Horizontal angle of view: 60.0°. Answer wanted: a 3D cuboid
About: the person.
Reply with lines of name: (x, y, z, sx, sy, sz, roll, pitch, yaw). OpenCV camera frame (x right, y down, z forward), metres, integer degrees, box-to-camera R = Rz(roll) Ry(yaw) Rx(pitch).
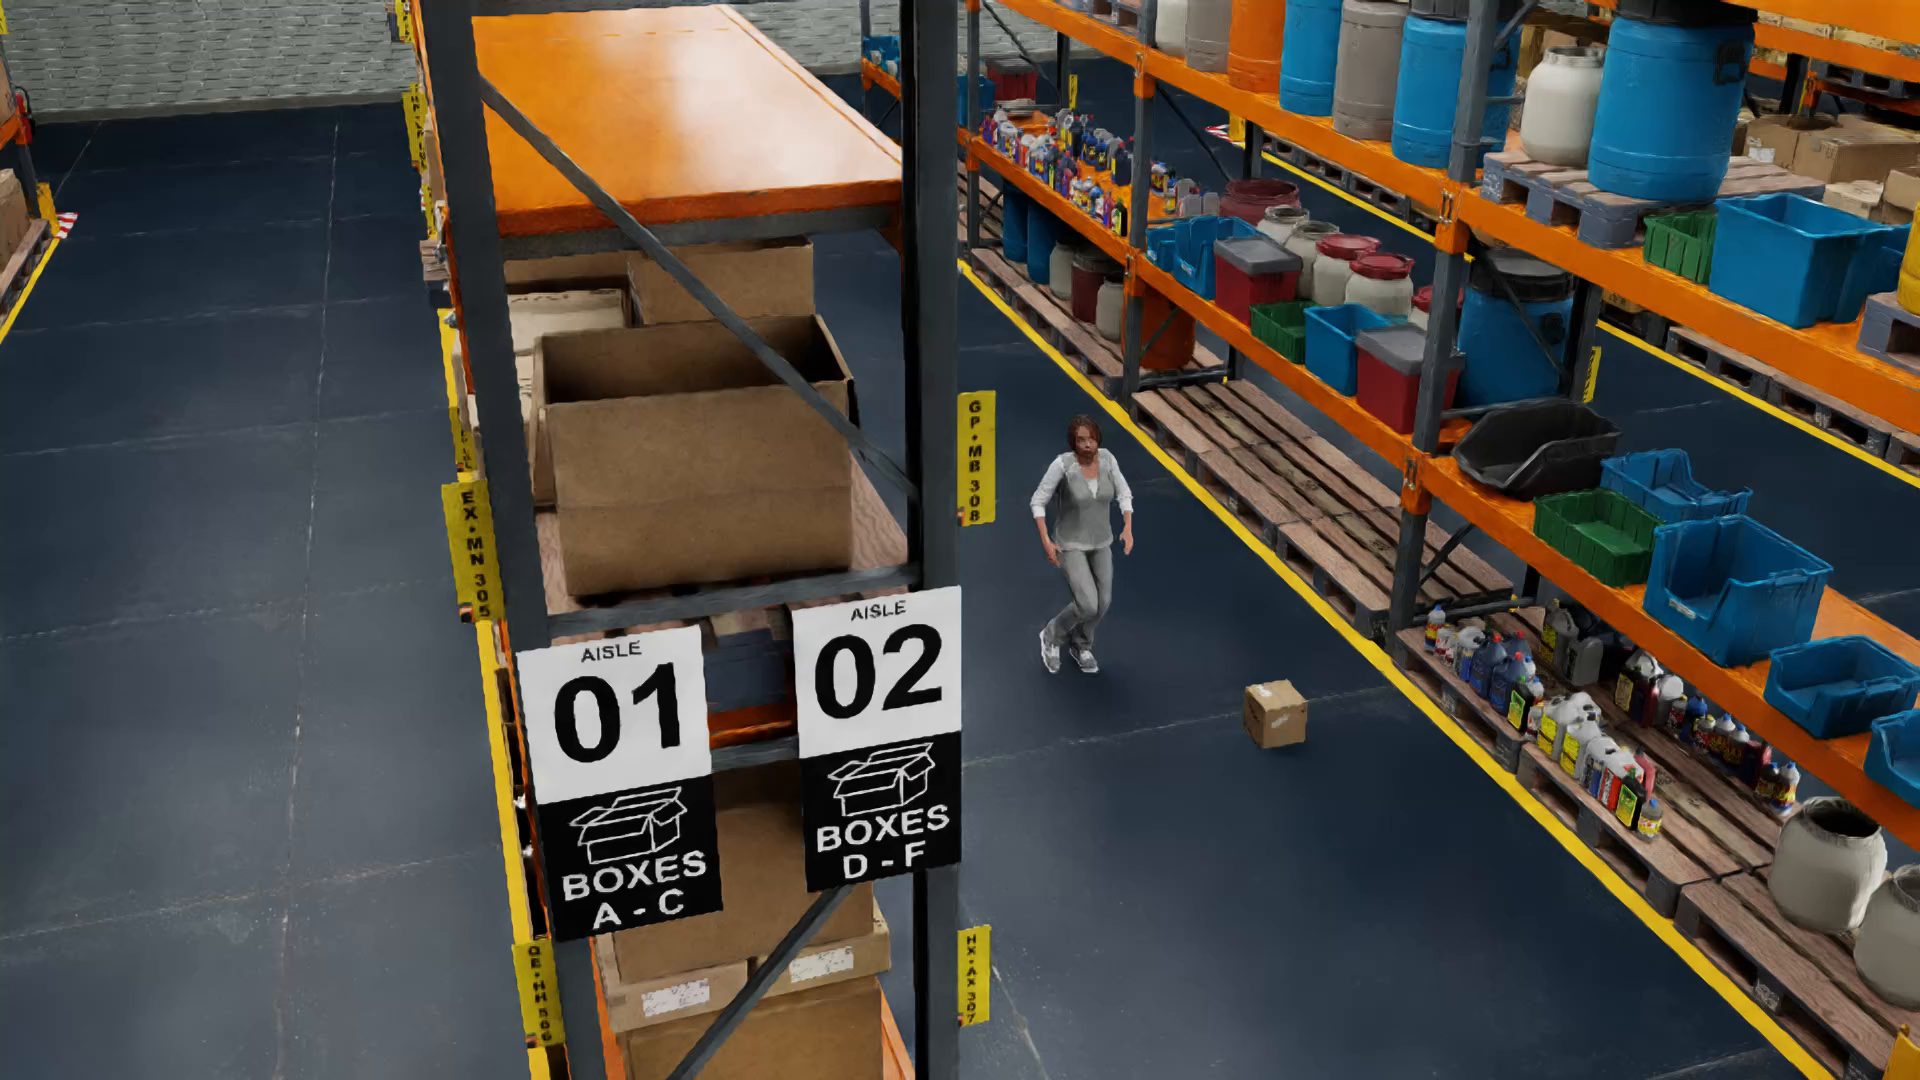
person: (0.727, 0.040, 9.307, 0.569, 1.566, 0.450, -15, 30, -28)
